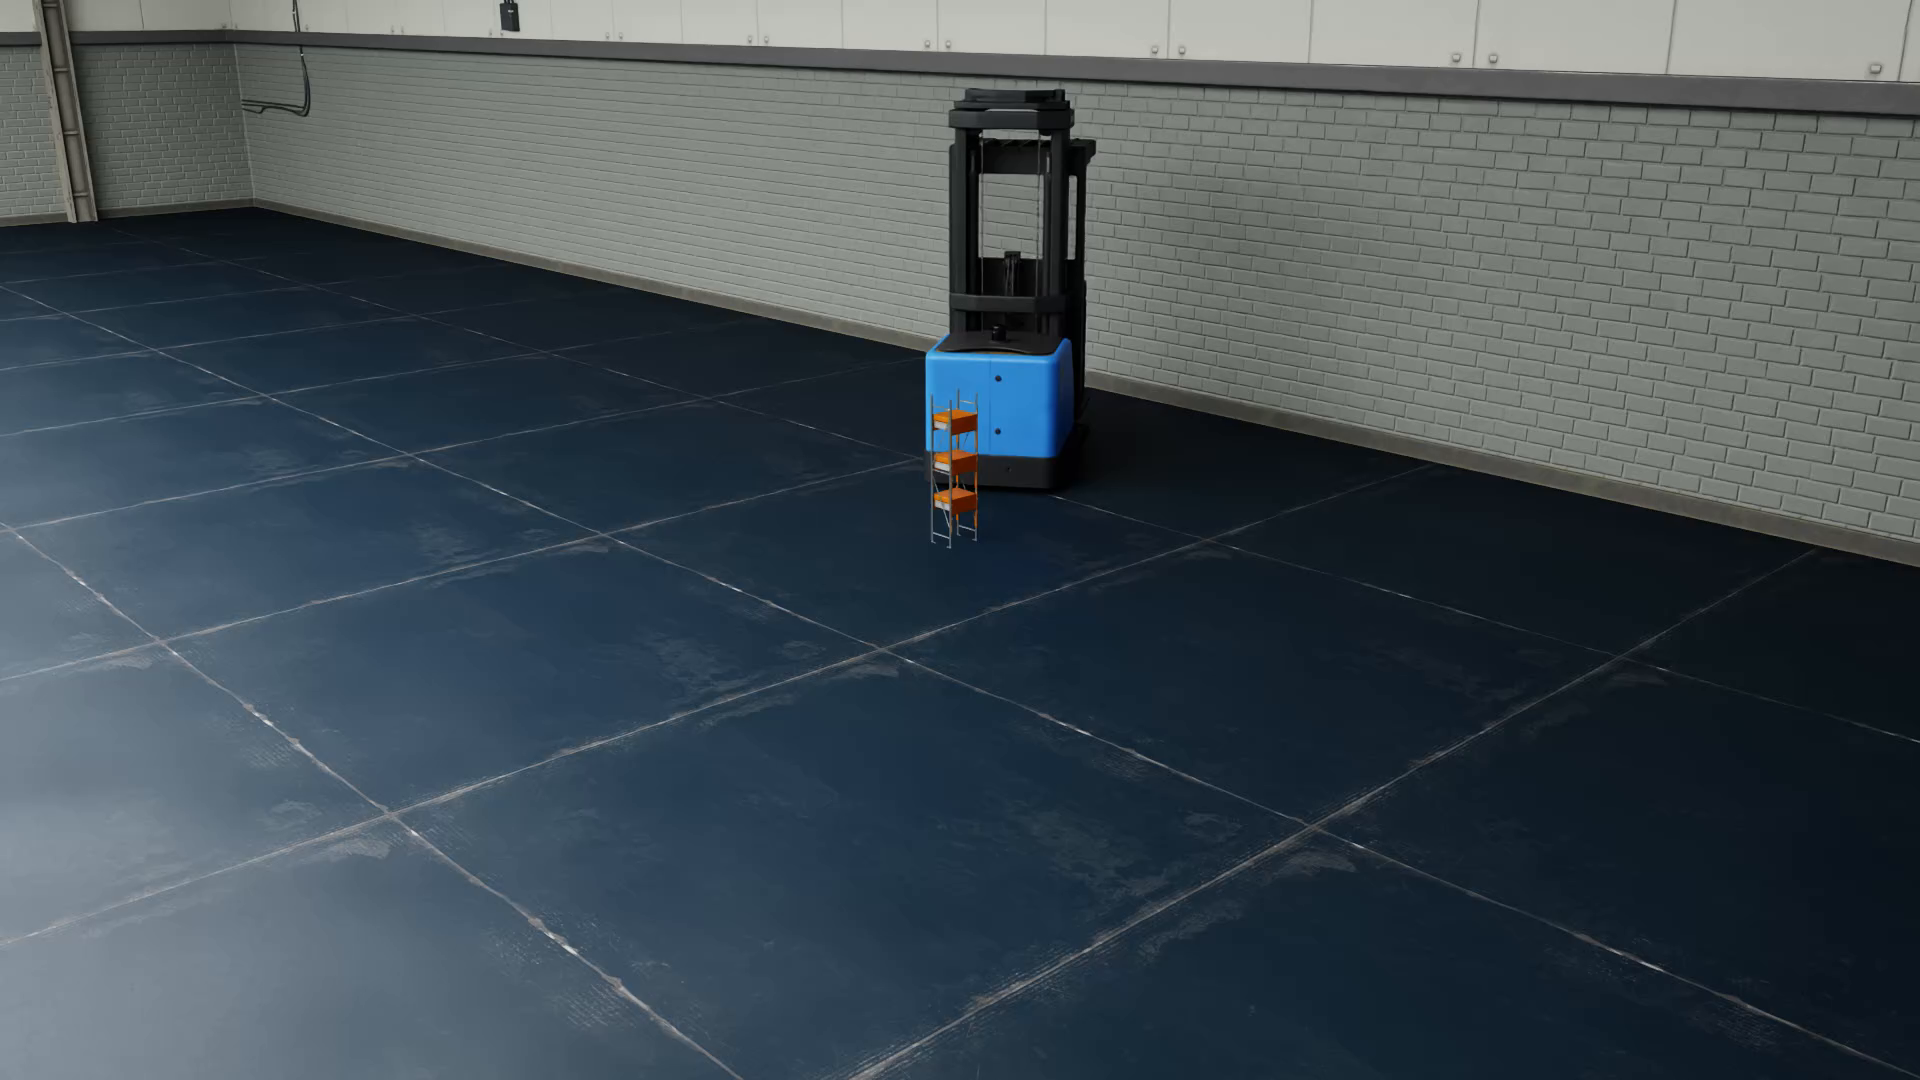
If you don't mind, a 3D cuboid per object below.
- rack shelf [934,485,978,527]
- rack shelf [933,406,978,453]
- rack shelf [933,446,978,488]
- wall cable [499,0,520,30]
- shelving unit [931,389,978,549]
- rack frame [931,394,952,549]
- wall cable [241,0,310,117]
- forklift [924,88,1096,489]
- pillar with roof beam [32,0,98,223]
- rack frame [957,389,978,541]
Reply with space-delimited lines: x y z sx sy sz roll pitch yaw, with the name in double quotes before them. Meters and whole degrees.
"rack shelf" -0.039 -0.214 11.498 0.240 0.259 0.215 -16 24 -41
"rack shelf" -0.039 -0.748 11.325 0.240 0.259 0.215 -16 24 -41
"rack shelf" -0.039 -0.478 11.412 0.240 0.259 0.215 -16 24 -41
"wall cable" -5.426 -9.547 20.946 0.169 6.003 2.305 -16 24 -41
"shelving unit" -0.039 -0.488 11.409 0.252 1.050 0.215 -16 24 -41
"rack frame" -0.128 -0.462 11.329 0.008 1.050 0.200 -16 24 -41
"wall cable" -11.937 -8.583 28.522 0.112 2.526 3.097 -16 24 -41
"forklift" 0.500 -2.196 13.627 1.130 2.935 3.031 3 18 10
"pillar with roof beam" -12.029 -8.767 24.056 0.400 9.000 9.100 -16 24 -41
"rack frame" 0.050 -0.514 11.489 0.008 1.050 0.200 -16 24 -41
